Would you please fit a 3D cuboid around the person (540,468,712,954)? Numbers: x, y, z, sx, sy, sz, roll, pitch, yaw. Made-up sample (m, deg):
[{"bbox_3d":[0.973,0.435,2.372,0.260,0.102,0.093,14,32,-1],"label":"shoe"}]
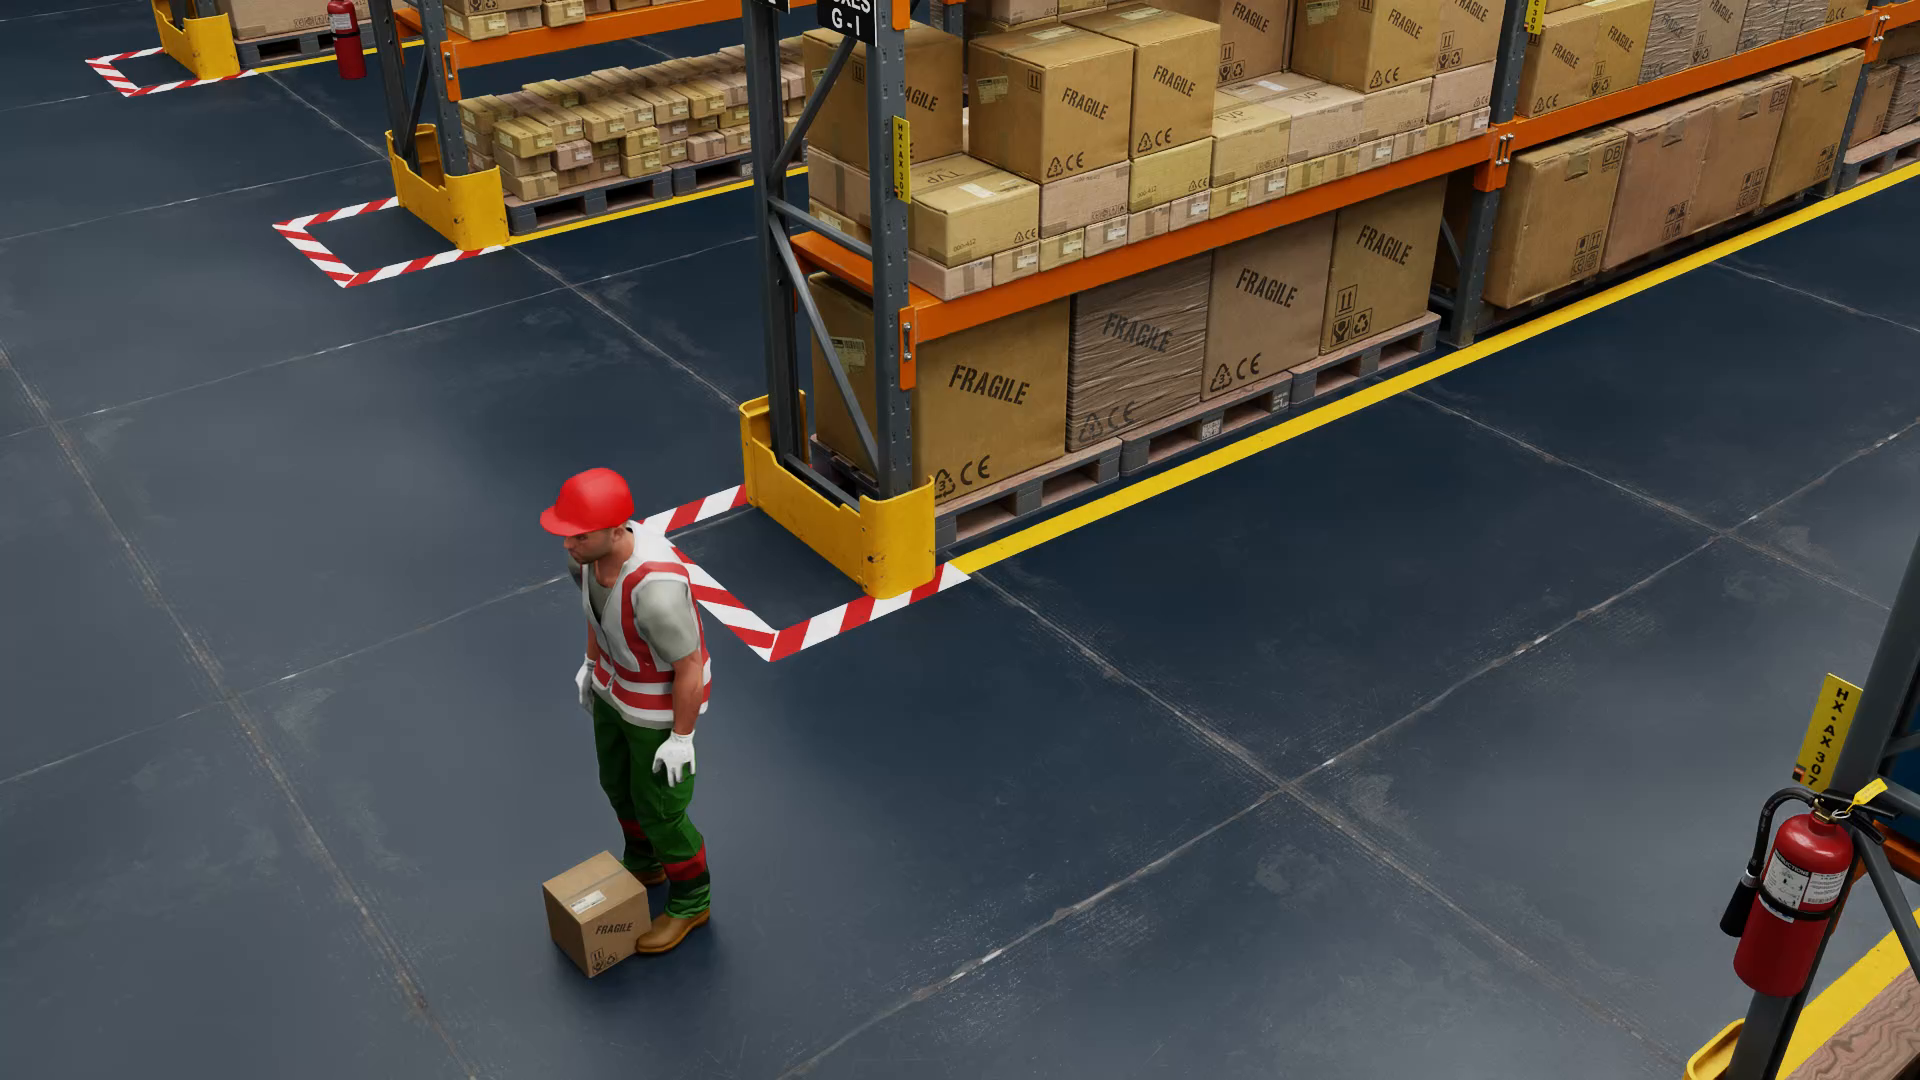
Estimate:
[{"bbox_3d":[-1.029,0.529,5.273,0.453,1.777,0.604,-24,39,-33],"label":"person"}]
